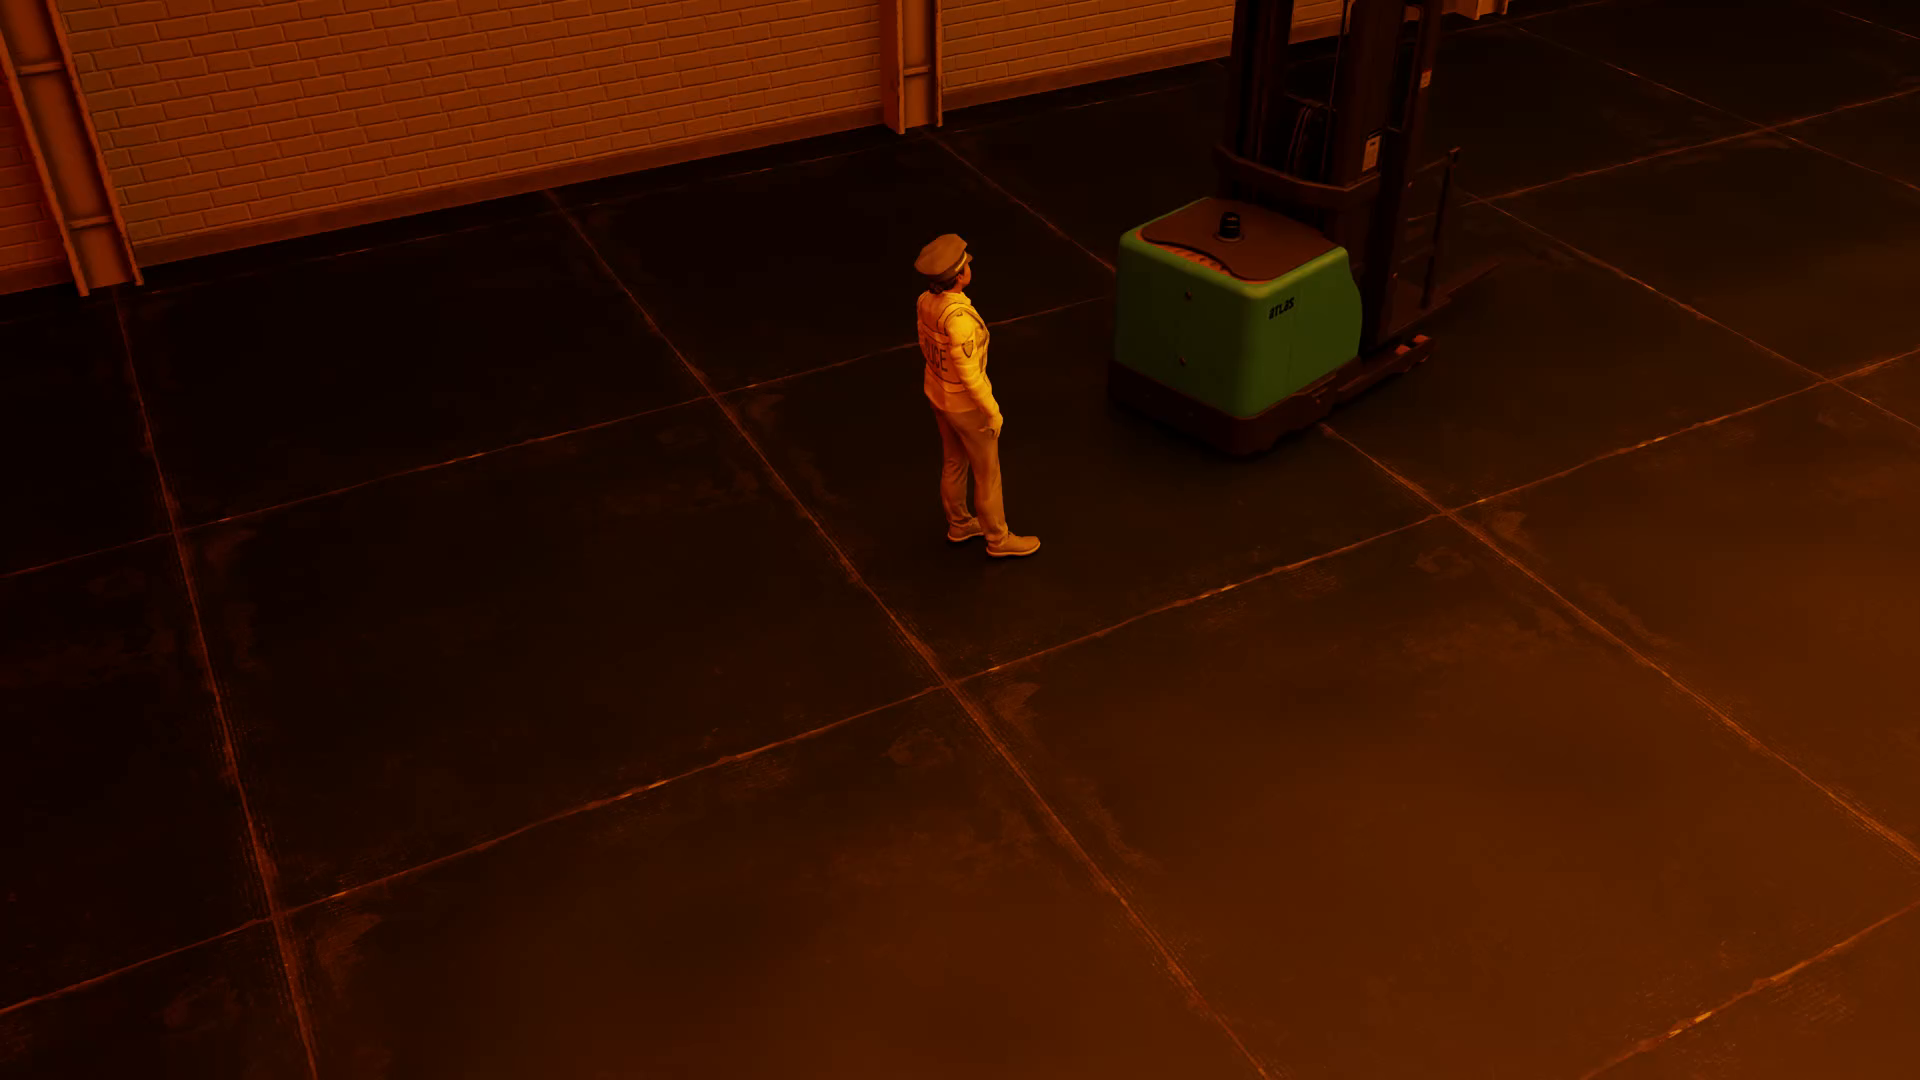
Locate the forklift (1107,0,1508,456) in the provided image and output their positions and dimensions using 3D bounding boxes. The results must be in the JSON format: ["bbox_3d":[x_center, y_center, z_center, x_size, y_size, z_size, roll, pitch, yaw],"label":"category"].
[{"bbox_3d":[2.273,-2.402,9.522,3.031,2.935,1.130,-29,45,-35],"label":"forklift"}]

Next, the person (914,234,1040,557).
[{"bbox_3d":[0.064,-0.713,8.190,0.531,1.694,0.586,-17,39,-23],"label":"person"}]
